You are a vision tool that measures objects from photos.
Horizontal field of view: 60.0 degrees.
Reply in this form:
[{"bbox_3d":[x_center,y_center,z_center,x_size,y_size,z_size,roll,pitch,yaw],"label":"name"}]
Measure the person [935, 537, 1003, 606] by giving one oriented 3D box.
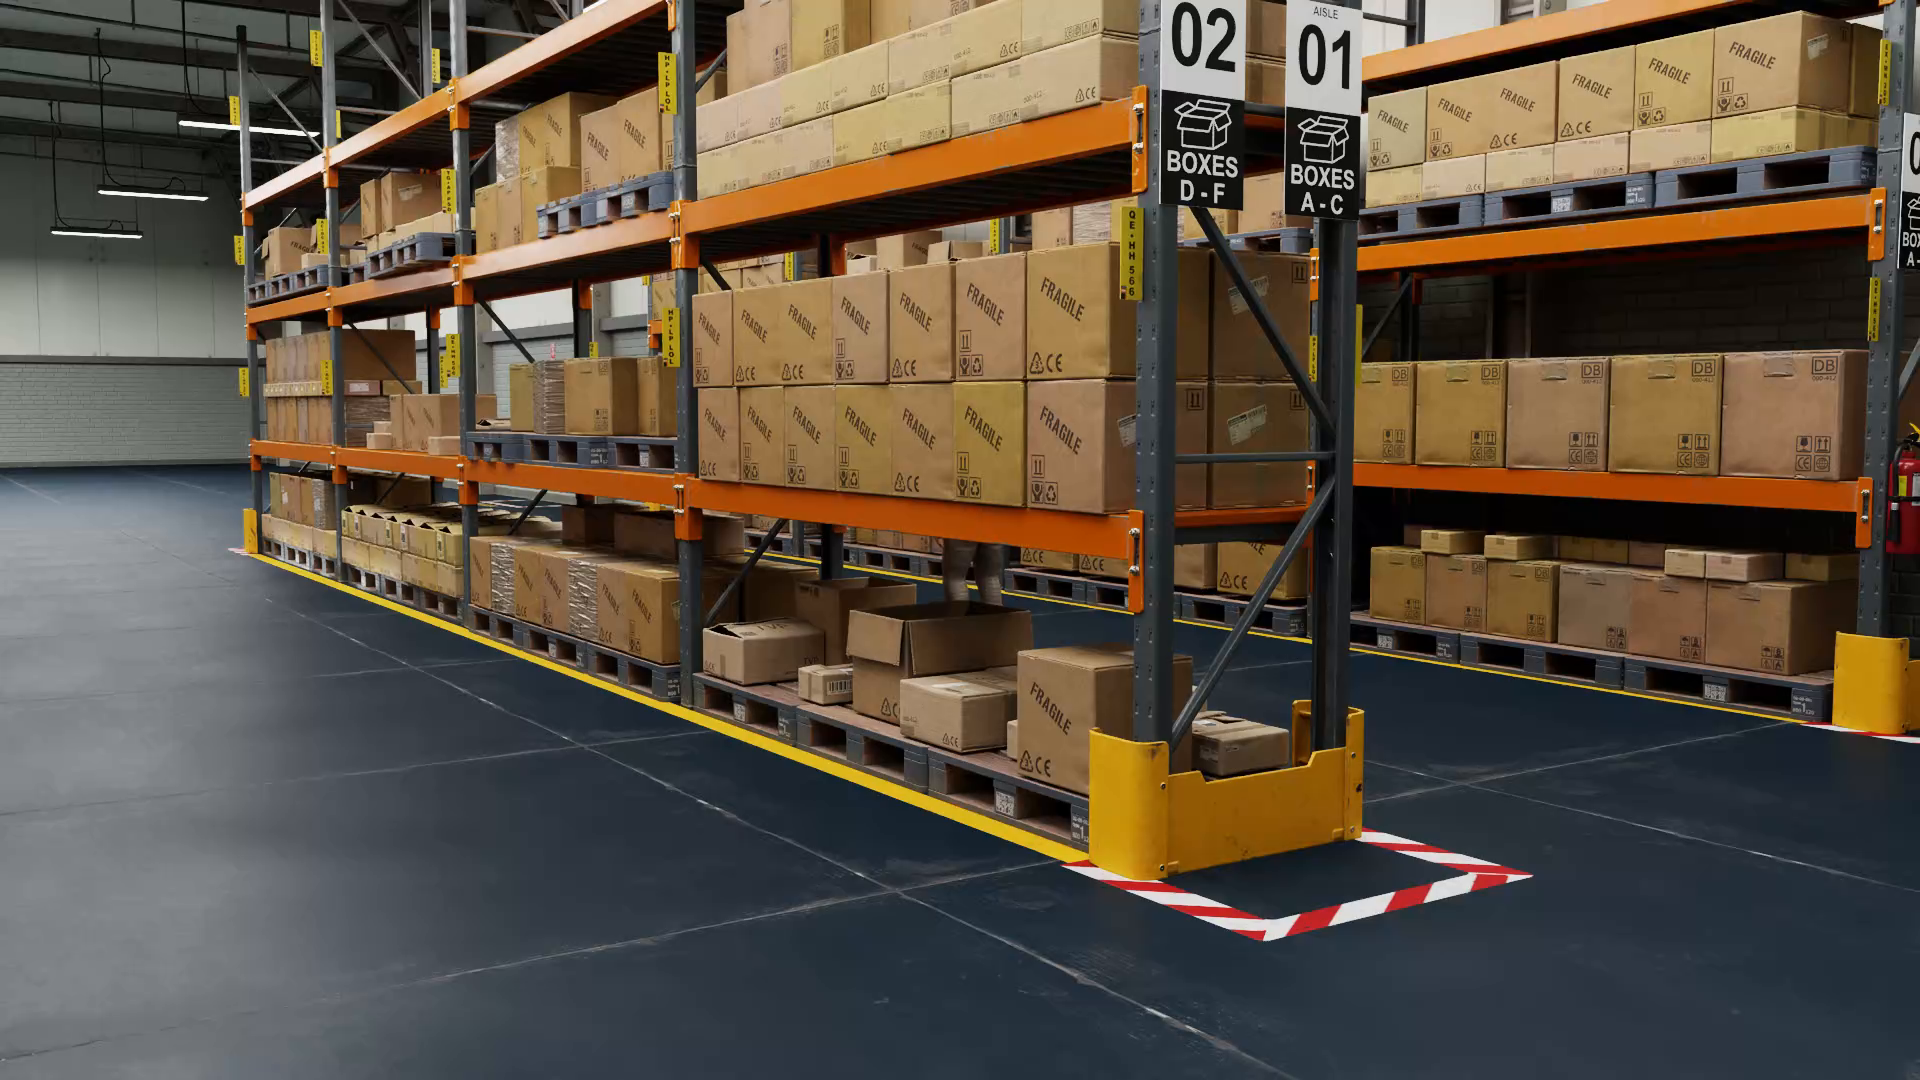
[{"bbox_3d":[0.076,-0.099,11.631,0.584,1.726,0.391,-3,6,-35],"label":"person"}]
